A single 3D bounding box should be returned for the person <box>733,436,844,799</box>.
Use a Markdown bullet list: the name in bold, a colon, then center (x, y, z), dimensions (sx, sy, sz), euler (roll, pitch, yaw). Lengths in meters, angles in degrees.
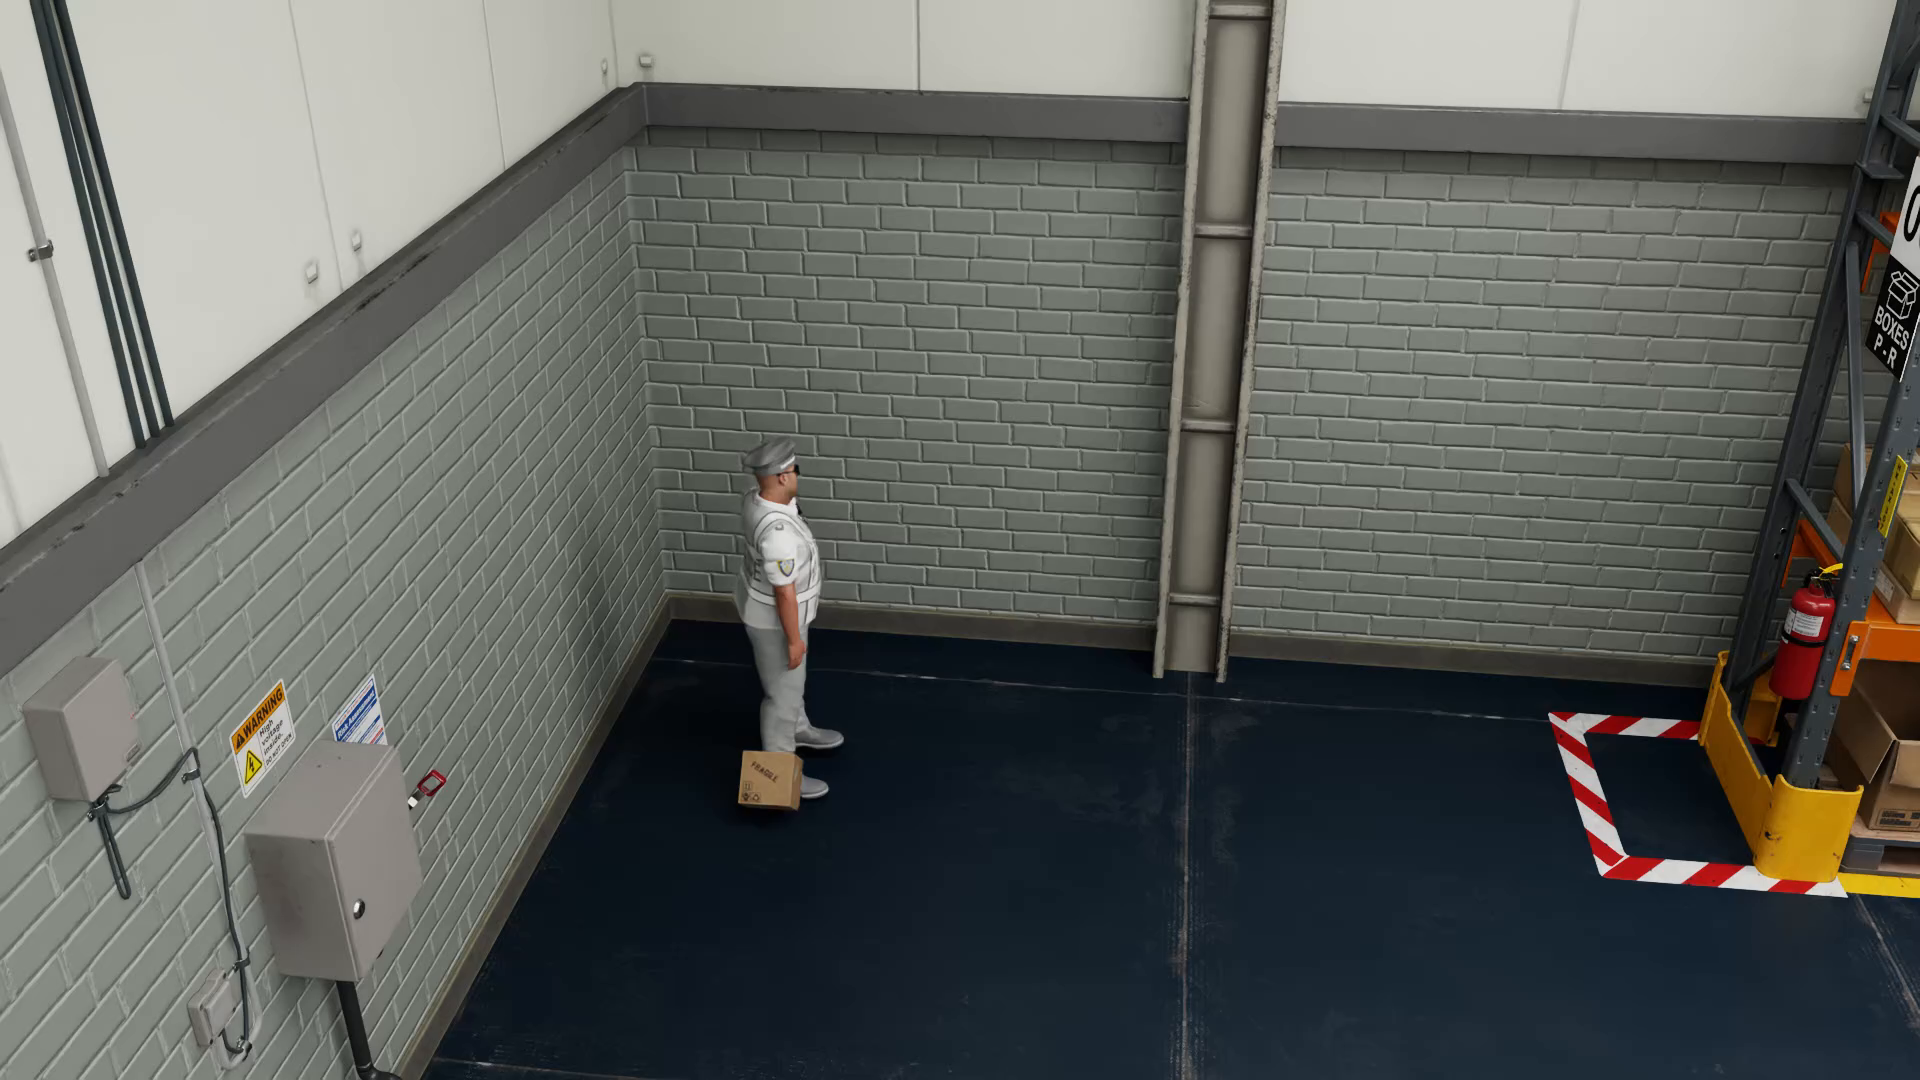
- **person**: center (-0.804, 0.357, 7.889), dimensions (0.499, 1.769, 0.572), euler (-8, 29, -14)
